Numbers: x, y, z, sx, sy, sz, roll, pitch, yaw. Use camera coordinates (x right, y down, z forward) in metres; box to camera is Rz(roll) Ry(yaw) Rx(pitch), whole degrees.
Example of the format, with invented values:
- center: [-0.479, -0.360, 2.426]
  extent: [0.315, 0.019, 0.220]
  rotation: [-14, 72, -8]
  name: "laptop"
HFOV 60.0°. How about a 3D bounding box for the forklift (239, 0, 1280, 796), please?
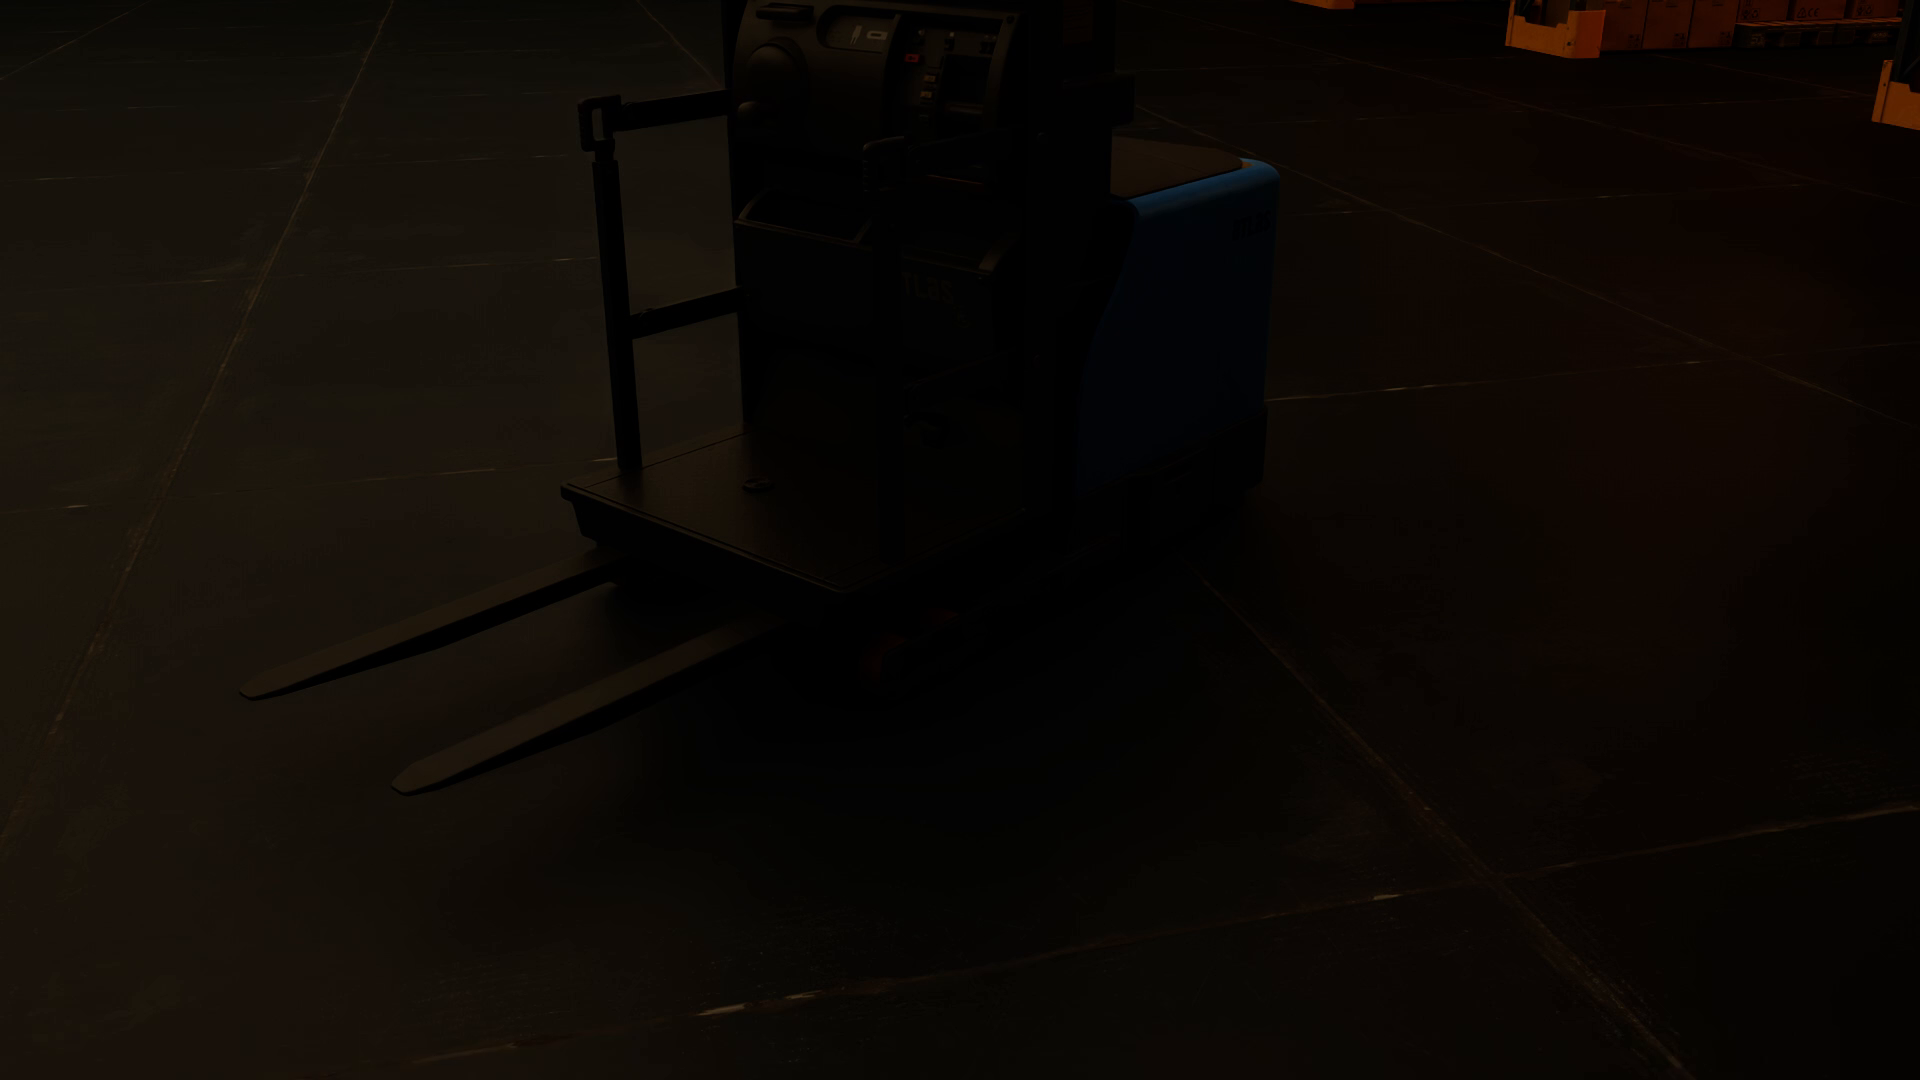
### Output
- center: [-0.368, -1.174, 4.068]
  extent: [1.130, 2.935, 3.031]
  rotation: [19, 29, 37]
  name: "forklift"
